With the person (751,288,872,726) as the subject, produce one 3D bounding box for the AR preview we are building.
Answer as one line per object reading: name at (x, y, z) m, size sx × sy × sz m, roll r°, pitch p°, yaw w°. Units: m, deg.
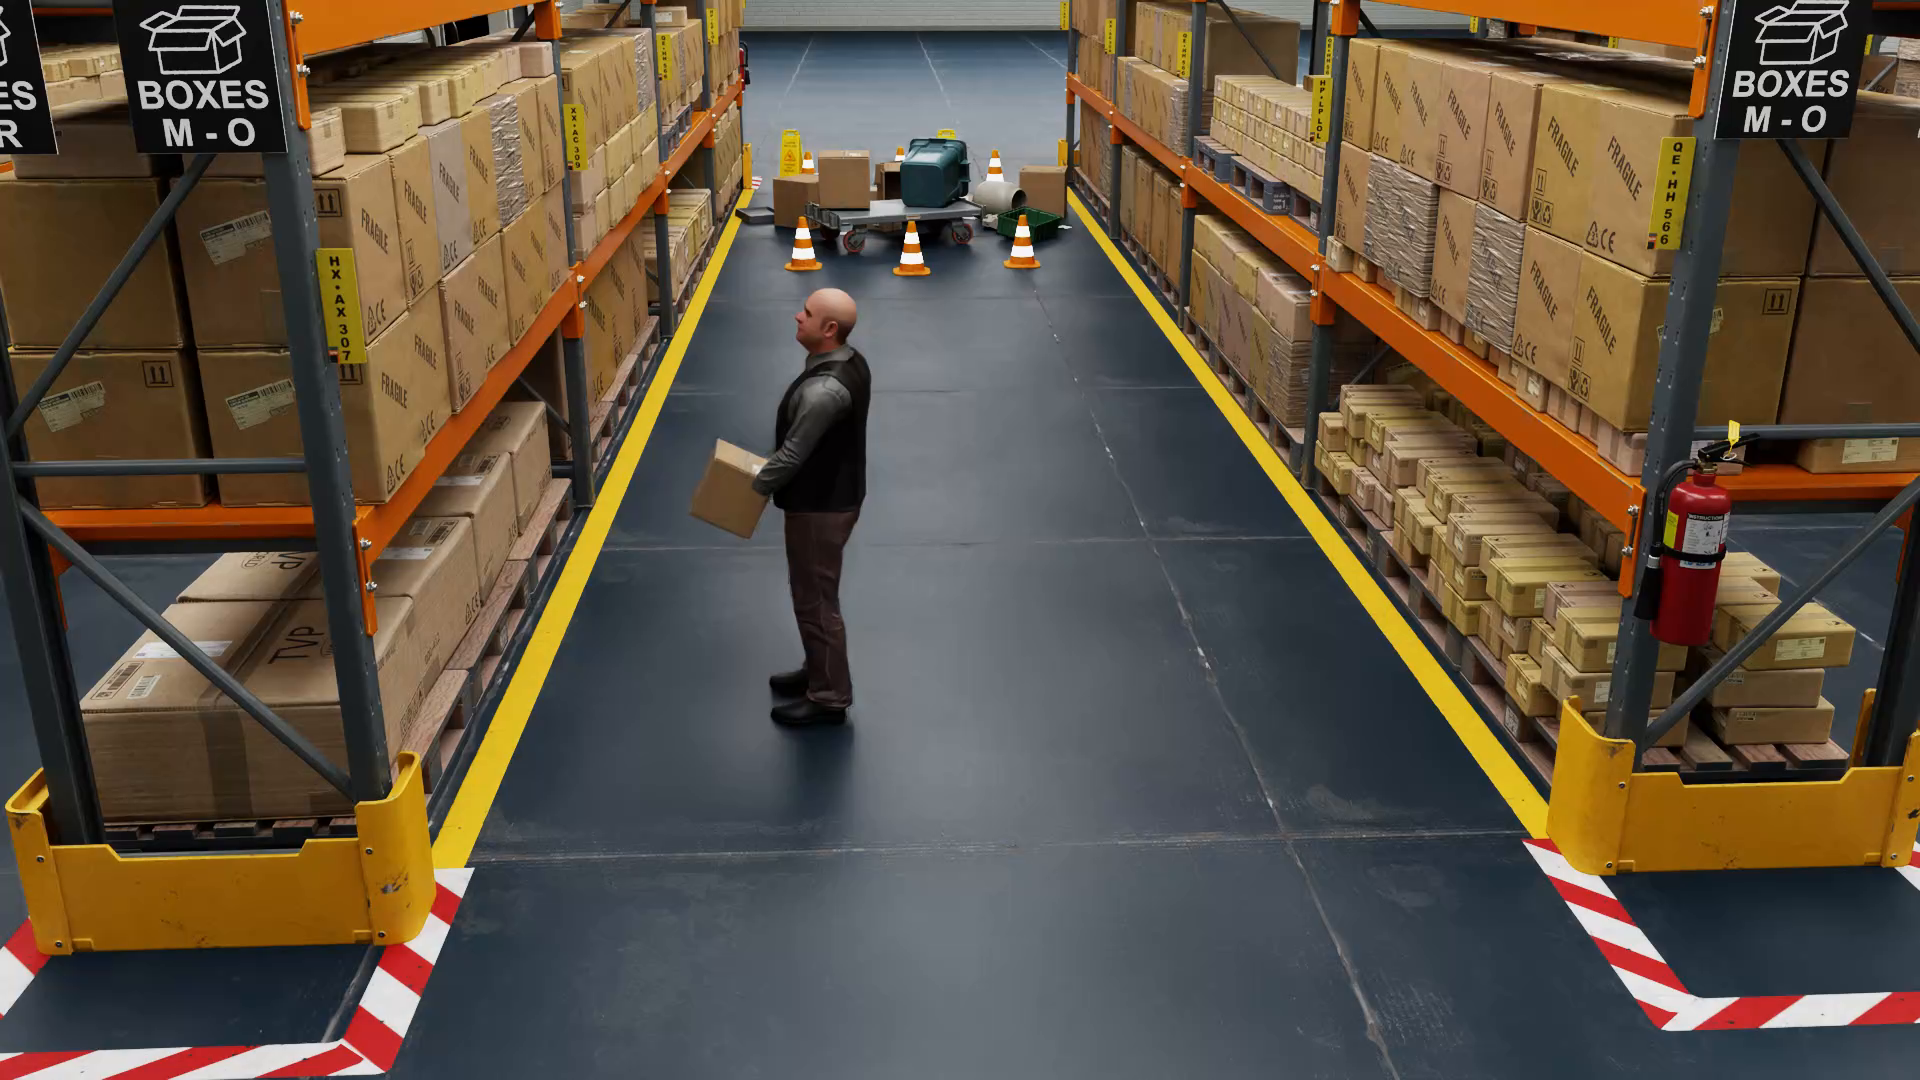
person at (-0.615, -0.126, 6.448) m, size 0.539 × 1.724 × 0.502 m, roll 2°, pitch 20°, yaw 6°
